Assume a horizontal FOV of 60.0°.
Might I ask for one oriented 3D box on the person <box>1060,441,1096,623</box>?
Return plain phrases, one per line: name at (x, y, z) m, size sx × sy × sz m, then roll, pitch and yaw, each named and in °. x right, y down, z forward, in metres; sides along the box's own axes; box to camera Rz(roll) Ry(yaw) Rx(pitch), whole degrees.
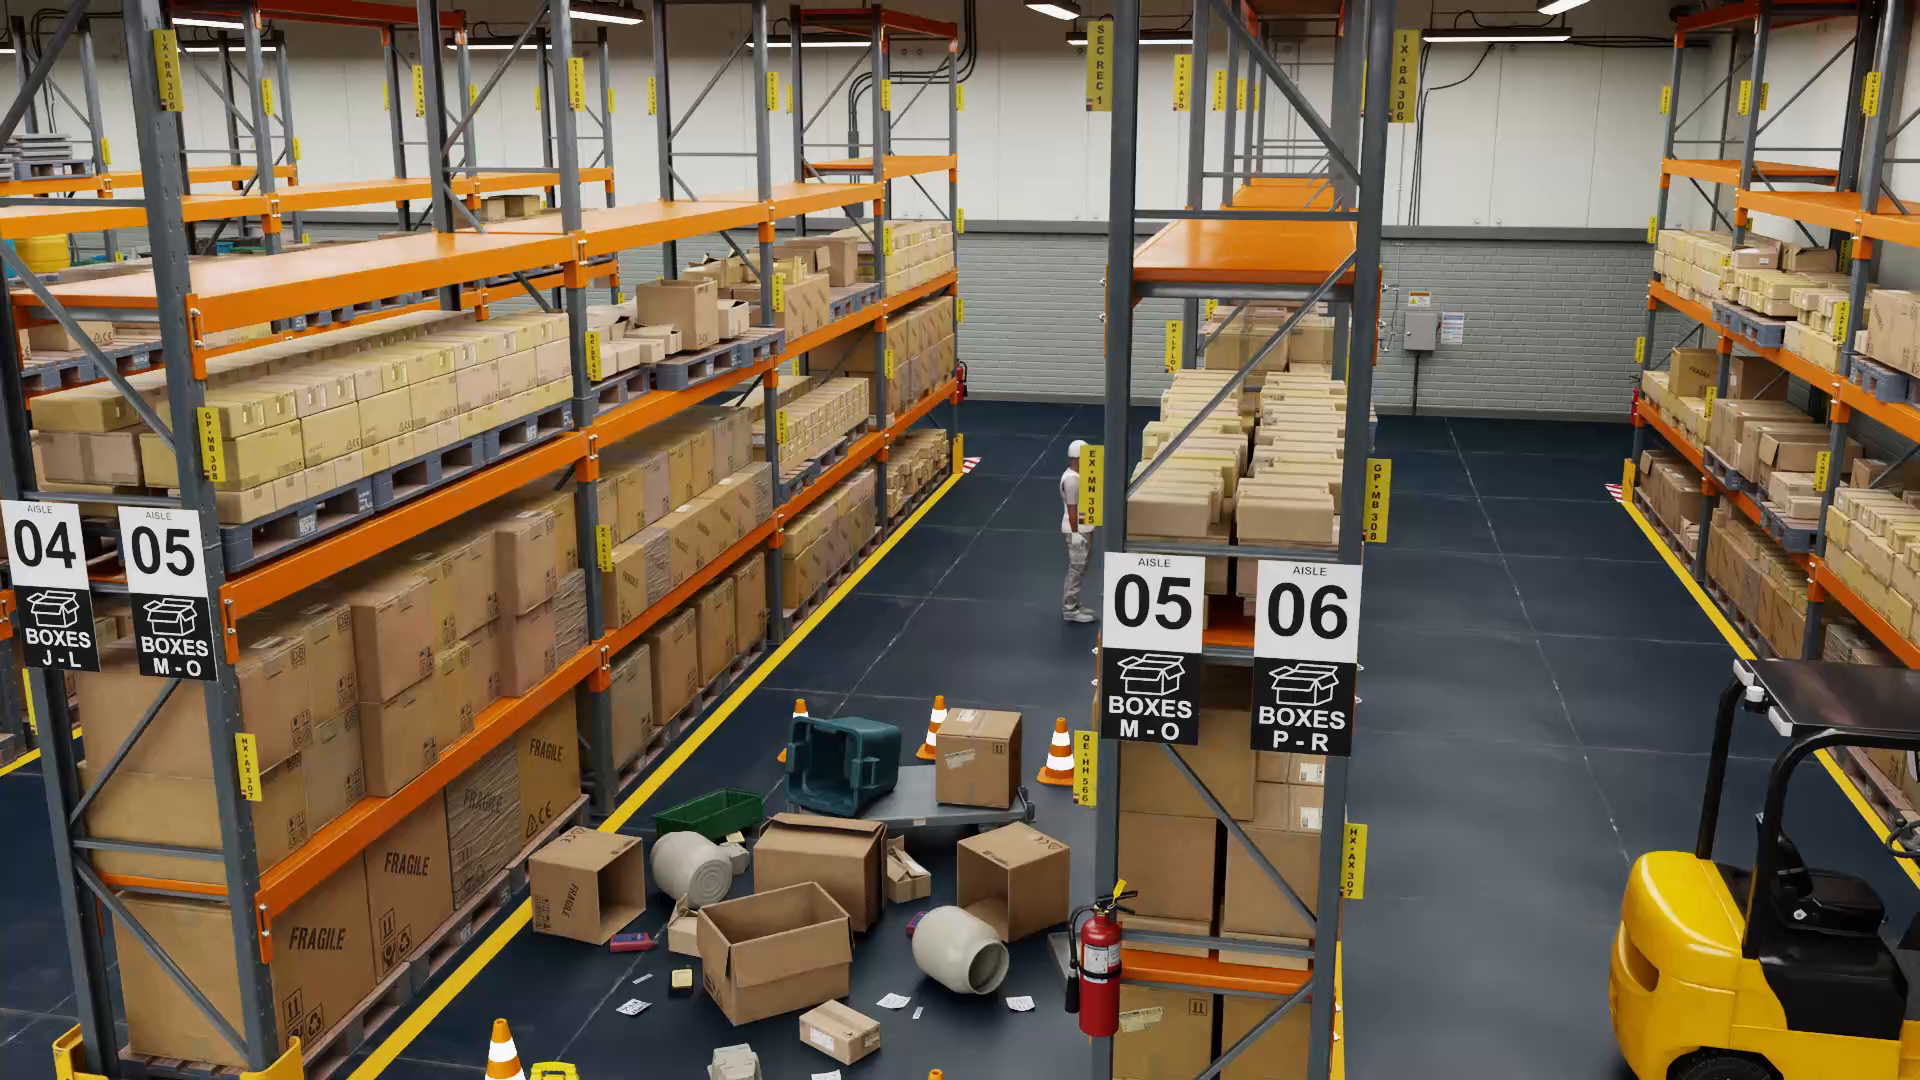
person at (1.174, -0.092, 16.351) m, size 0.361 × 1.793 × 0.541 m, roll 3°, pitch 15°, yaw 13°
